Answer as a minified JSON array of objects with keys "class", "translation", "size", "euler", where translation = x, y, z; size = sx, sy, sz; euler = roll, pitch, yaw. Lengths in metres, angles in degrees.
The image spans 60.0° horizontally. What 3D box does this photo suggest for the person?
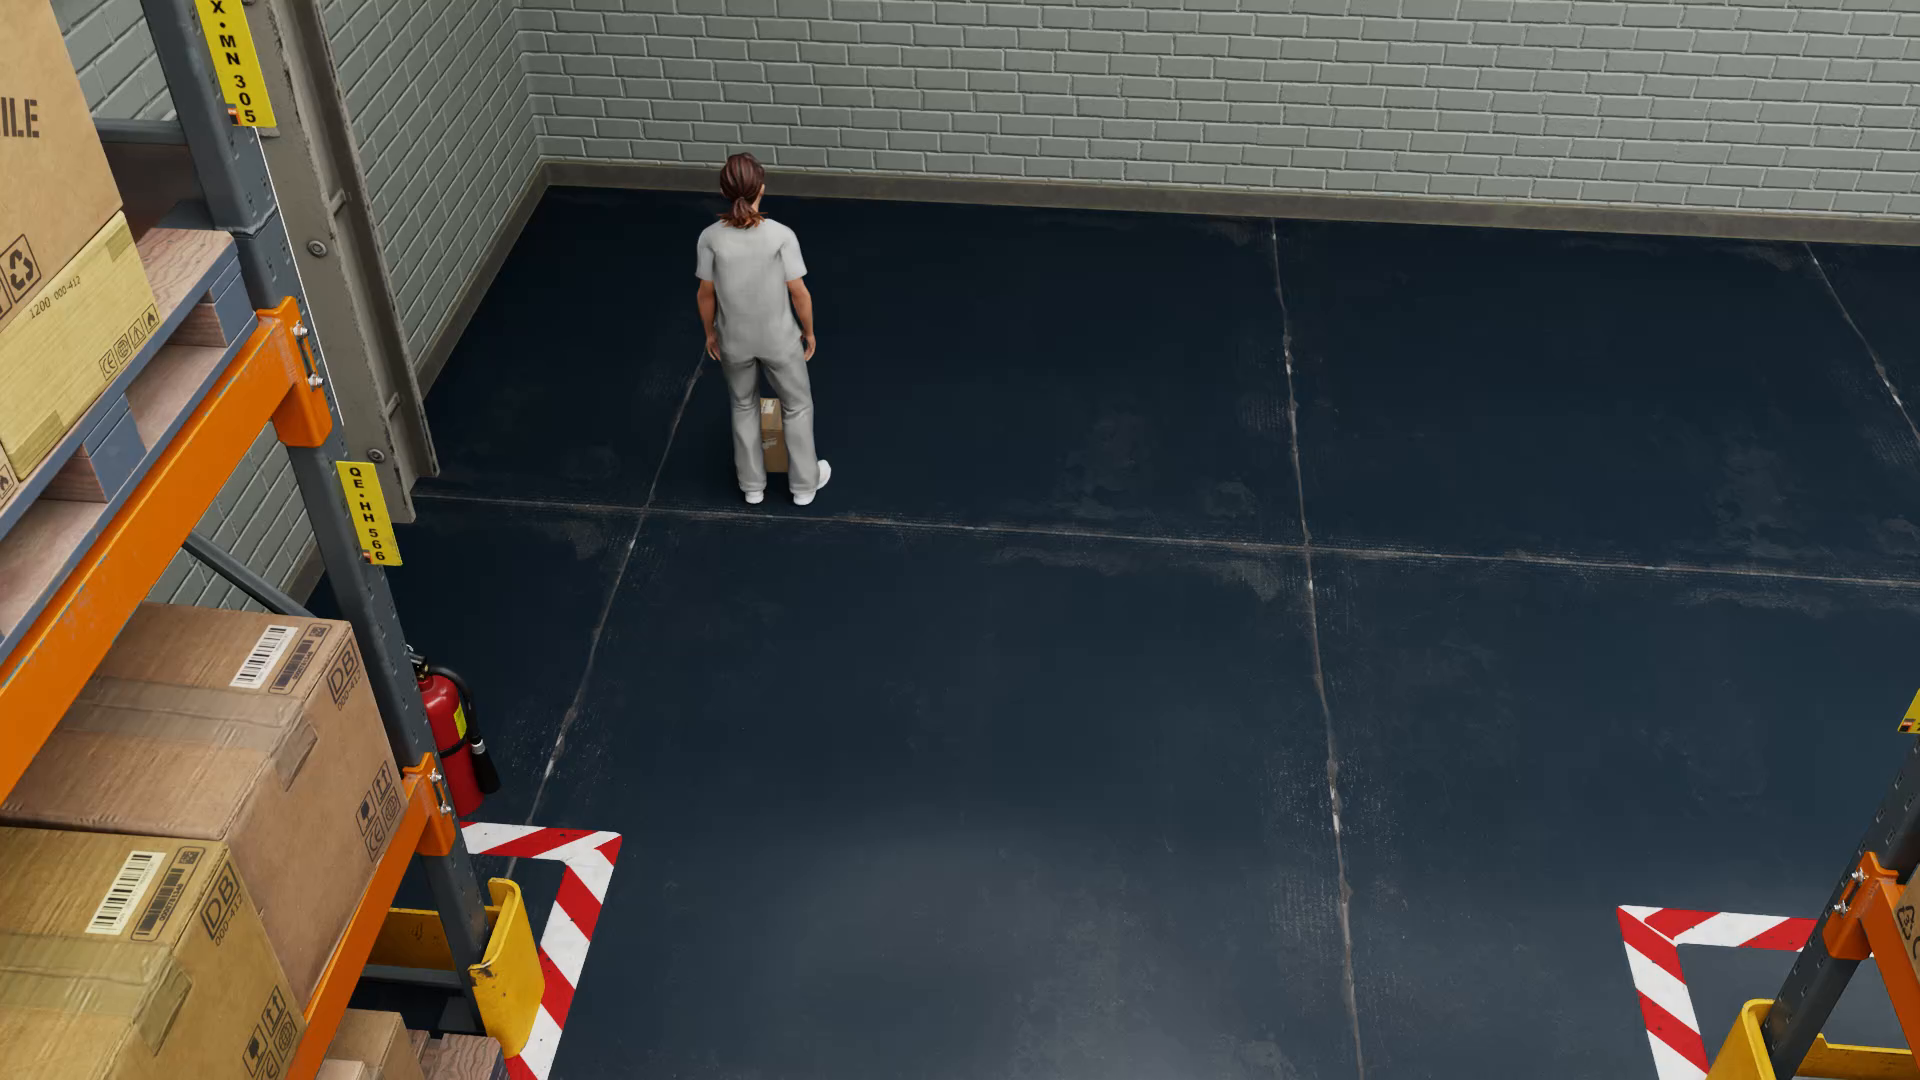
[{"class":"person","translation":[-0.861,-0.875,7.194],"size":[0.500,1.671,0.364],"euler":[1,40,2]}]
